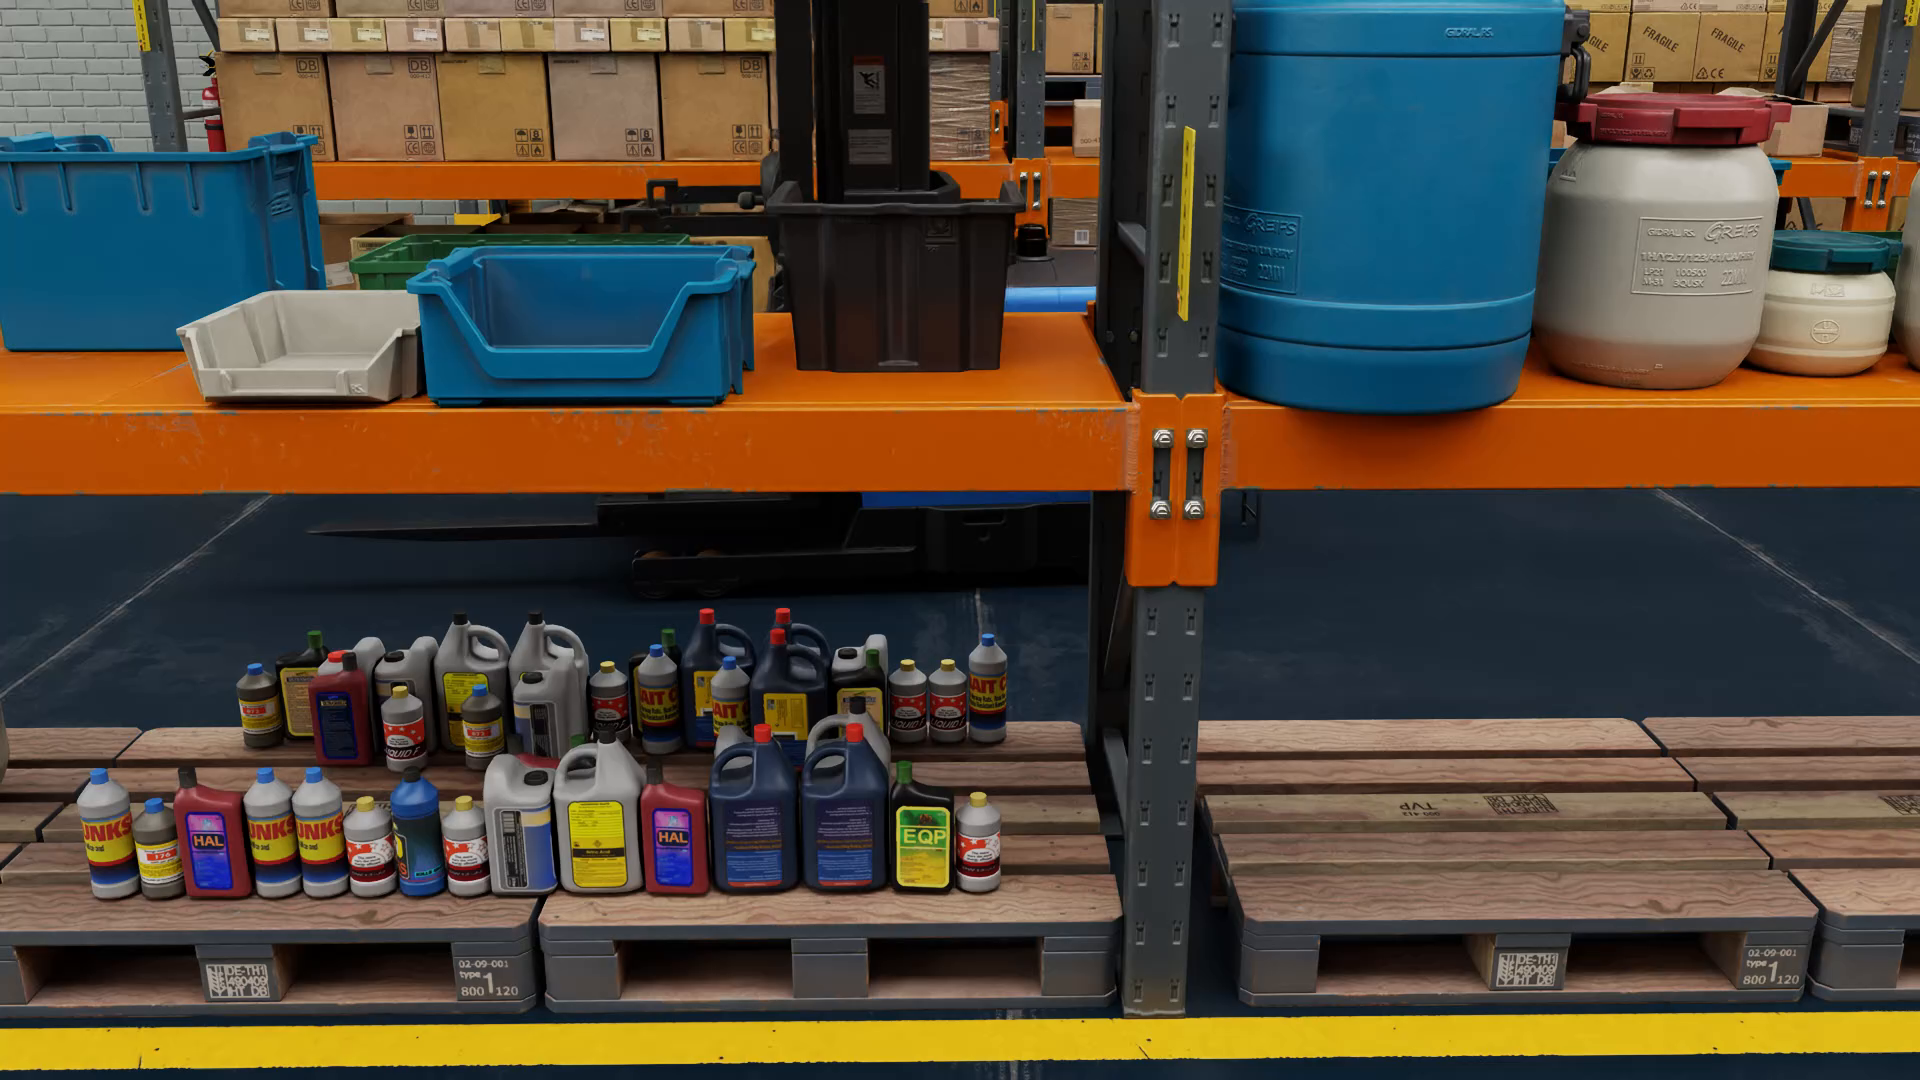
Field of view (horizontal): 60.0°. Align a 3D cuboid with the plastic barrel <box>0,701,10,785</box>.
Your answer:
[{"bbox_3d":[-2.445,0.388,3.813,0.421,0.512,0.421,0,18,0],"label":"plastic barrel"}]

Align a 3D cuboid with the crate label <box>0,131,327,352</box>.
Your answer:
[{"bbox_3d":[-1.767,-0.676,3.687,0.616,0.435,0.502,0,18,-1],"label":"crate label"}]

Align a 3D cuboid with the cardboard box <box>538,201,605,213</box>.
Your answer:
[{"bbox_3d":[-3.066,-2.499,13.107,0.500,0.311,0.500,-2,18,-7],"label":"cardboard box"}]

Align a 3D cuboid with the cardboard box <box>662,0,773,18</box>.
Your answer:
[{"bbox_3d":[-1.128,-2.756,7.941,0.500,0.500,0.700,0,18,-1],"label":"cardboard box"}]

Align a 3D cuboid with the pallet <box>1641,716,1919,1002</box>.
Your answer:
[{"bbox_3d":[2.404,0.718,3.963,1.213,0.211,1.003,0,18,-1],"label":"pallet"}]

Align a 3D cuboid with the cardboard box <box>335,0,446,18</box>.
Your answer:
[{"bbox_3d":[-2.632,-2.749,7.918,0.500,0.500,0.700,-1,18,-2],"label":"cardboard box"}]

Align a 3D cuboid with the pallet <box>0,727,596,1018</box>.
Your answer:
[{"bbox_3d":[-1.499,0.738,3.901,1.213,0.211,1.003,0,18,-1],"label":"pallet"}]

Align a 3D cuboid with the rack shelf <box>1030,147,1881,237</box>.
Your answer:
[{"bbox_3d":[2.322,-1.767,8.323,4.000,0.370,1.077,0,18,-1],"label":"rack shelf"}]

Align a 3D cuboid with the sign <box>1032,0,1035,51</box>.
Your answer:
[{"bbox_3d":[0.332,-2.380,7.510,0.005,0.325,0.100,0,18,-1],"label":"sign"}]

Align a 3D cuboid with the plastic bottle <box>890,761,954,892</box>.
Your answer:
[{"bbox_3d":[-0.080,0.600,3.493,0.133,0.283,0.061,1,18,2],"label":"plastic bottle"}]

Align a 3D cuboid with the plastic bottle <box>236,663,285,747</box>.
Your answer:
[{"bbox_3d":[-1.774,0.412,4.212,0.097,0.201,0.097,0,18,0],"label":"plastic bottle"}]

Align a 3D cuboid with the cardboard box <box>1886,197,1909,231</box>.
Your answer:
[{"bbox_3d":[7.591,-2.785,13.150,0.750,0.750,0.750,0,18,0],"label":"cardboard box"}]

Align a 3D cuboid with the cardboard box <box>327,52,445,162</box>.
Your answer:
[{"bbox_3d":[-2.686,-2.131,8.115,0.500,0.500,0.700,0,18,1],"label":"cardboard box"}]

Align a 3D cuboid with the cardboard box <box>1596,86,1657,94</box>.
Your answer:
[{"bbox_3d":[3.424,-2.132,8.428,0.500,0.311,0.500,0,18,-2],"label":"cardboard box"}]

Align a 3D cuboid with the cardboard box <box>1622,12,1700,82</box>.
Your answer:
[{"bbox_3d":[5.253,-3.755,12.658,0.500,0.500,0.500,0,18,1],"label":"cardboard box"}]

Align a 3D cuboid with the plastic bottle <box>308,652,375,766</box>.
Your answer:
[{"bbox_3d":[-1.519,0.413,4.076,0.133,0.283,0.061,0,18,-1],"label":"plastic bottle"}]

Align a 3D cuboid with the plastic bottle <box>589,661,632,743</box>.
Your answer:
[{"bbox_3d":[-0.890,0.408,4.225,0.097,0.201,0.097,0,18,0],"label":"plastic bottle"}]

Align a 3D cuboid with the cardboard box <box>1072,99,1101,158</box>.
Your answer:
[{"bbox_3d":[0.813,-2.044,8.255,0.500,0.250,0.500,1,18,3],"label":"cardboard box"}]

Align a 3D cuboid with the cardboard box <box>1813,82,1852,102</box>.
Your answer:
[{"bbox_3d":[6.634,-3.461,12.803,0.250,0.149,0.380,-1,18,-2],"label":"cardboard box"}]

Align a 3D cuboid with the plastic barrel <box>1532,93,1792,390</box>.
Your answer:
[{"bbox_3d":[1.356,-0.589,3.252,0.433,0.535,0.433,0,18,0],"label":"plastic barrel"}]

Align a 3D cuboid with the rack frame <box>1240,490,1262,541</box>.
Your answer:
[{"bbox_3d":[1.160,-0.605,6.468,0.015,1.200,0.240,-2,18,-5],"label":"rack frame"}]

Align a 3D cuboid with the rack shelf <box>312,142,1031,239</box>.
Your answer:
[{"bbox_3d":[-1.678,-1.748,8.263,4.000,0.370,1.077,0,18,-1],"label":"rack shelf"}]

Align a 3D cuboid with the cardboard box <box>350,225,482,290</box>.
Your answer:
[{"bbox_3d":[-2.638,-1.266,8.170,0.500,0.500,0.500,0,18,-1],"label":"cardboard box"}]

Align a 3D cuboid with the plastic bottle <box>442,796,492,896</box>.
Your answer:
[{"bbox_3d":[-1.038,0.638,3.509,0.097,0.201,0.097,0,18,0],"label":"plastic bottle"}]

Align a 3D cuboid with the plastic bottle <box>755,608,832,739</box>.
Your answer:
[{"bbox_3d":[-0.417,0.342,4.187,0.185,0.351,0.144,0,18,1],"label":"plastic bottle"}]

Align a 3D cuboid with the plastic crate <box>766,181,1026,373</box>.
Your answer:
[{"bbox_3d":[-0.129,-0.594,3.590,0.504,0.338,0.767,0,18,-1],"label":"plastic crate"}]

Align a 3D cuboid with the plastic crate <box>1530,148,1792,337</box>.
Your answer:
[{"bbox_3d":[1.494,-0.680,3.782,0.575,0.384,0.392,0,18,-1],"label":"plastic crate"}]

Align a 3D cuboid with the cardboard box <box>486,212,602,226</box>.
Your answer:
[{"bbox_3d":[-2.147,-1.431,8.685,0.500,0.500,0.500,0,18,-1],"label":"cardboard box"}]

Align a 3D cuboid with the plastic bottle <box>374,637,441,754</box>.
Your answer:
[{"bbox_3d":[-1.383,0.383,4.180,0.135,0.276,0.152,-1,18,-2],"label":"plastic bottle"}]

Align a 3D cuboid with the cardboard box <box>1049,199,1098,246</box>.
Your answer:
[{"bbox_3d":[0.976,-2.641,13.241,0.500,0.500,0.700,0,18,1],"label":"cardboard box"}]

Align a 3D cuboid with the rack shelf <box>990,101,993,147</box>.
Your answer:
[{"bbox_3d":[-1.760,-3.261,12.979,4.000,0.370,1.077,0,18,-1],"label":"rack shelf"}]

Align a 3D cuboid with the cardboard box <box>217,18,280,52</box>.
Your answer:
[{"bbox_3d":[-3.282,-2.373,7.809,0.250,0.149,0.380,0,18,-1],"label":"cardboard box"}]

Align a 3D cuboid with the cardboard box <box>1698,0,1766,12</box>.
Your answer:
[{"bbox_3d":[5.735,-4.118,12.563,0.500,0.250,0.500,0,18,0],"label":"cardboard box"}]

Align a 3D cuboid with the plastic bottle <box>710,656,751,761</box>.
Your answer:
[{"bbox_3d":[-0.560,0.417,4.082,0.097,0.271,0.097,0,18,0],"label":"plastic bottle"}]

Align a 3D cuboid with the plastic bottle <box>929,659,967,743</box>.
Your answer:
[{"bbox_3d":[-0.031,0.404,4.238,0.097,0.201,0.097,0,18,0],"label":"plastic bottle"}]

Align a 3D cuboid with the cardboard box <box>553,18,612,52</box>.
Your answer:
[{"bbox_3d":[-1.745,-2.380,7.832,0.250,0.149,0.380,0,18,0],"label":"cardboard box"}]

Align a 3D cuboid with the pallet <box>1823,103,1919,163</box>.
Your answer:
[{"bbox_3d":[4.998,-2.053,8.350,1.003,0.211,1.213,0,18,-1],"label":"pallet"}]

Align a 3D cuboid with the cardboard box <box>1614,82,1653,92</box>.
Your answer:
[{"bbox_3d":[5.091,-3.427,12.698,0.250,0.149,0.380,0,18,1],"label":"cardboard box"}]

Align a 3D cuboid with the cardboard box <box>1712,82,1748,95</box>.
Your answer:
[{"bbox_3d":[5.858,-3.468,12.825,0.250,0.149,0.380,0,18,0],"label":"cardboard box"}]

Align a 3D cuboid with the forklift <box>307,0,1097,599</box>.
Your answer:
[{"bbox_3d":[-0.845,-1.356,5.978,3.031,2.935,1.130,-2,18,-5],"label":"forklift"}]

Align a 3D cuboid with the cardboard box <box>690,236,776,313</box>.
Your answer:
[{"bbox_3d":[-1.138,-1.276,8.202,0.500,0.500,0.500,0,18,-1],"label":"cardboard box"}]

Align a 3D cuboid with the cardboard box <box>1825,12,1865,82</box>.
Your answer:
[{"bbox_3d":[6.769,-3.766,12.692,0.500,0.500,0.500,0,18,-1],"label":"cardboard box"}]

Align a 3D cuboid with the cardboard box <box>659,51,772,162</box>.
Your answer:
[{"bbox_3d":[-1.151,-2.138,8.137,0.500,0.500,0.700,0,18,0],"label":"cardboard box"}]

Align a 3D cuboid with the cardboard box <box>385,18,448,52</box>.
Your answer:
[{"bbox_3d":[-2.516,-2.377,7.820,0.250,0.149,0.380,-1,18,-2],"label":"cardboard box"}]

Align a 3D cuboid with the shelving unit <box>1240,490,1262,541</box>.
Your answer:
[{"bbox_3d":[0.917,-0.598,6.446,0.503,1.200,0.258,-2,18,-5],"label":"shelving unit"}]

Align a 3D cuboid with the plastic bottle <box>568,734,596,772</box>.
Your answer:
[{"bbox_3d":[-0.785,0.559,3.620,0.133,0.283,0.061,0,18,-1],"label":"plastic bottle"}]

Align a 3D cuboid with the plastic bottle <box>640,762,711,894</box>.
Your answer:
[{"bbox_3d":[-0.597,0.602,3.486,0.133,0.283,0.061,1,18,3],"label":"plastic bottle"}]

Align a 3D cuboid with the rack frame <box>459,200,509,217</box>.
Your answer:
[{"bbox_3d":[-3.760,-3.594,12.839,0.127,3.000,1.000,0,18,-1],"label":"rack frame"}]

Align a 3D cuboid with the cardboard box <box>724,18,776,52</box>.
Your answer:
[{"bbox_3d":[-0.964,-2.385,7.847,0.250,0.149,0.380,0,18,-1],"label":"cardboard box"}]

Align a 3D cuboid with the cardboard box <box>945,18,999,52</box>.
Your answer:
[{"bbox_3d":[0.053,-2.390,7.861,0.250,0.149,0.380,0,18,-1],"label":"cardboard box"}]

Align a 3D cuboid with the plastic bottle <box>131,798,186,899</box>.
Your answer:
[{"bbox_3d":[-1.682,0.641,3.499,0.097,0.201,0.097,0,18,0],"label":"plastic bottle"}]

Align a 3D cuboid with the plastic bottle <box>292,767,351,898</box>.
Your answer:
[{"bbox_3d":[-1.343,0.606,3.494,0.097,0.271,0.097,0,18,0],"label":"plastic bottle"}]

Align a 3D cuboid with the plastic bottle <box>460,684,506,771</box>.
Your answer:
[{"bbox_3d":[-1.171,0.454,4.084,0.097,0.201,0.097,0,18,0],"label":"plastic bottle"}]

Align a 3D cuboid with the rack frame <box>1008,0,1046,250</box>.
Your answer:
[{"bbox_3d":[0.322,-2.100,8.183,0.127,3.000,1.000,0,18,-1],"label":"rack frame"}]
